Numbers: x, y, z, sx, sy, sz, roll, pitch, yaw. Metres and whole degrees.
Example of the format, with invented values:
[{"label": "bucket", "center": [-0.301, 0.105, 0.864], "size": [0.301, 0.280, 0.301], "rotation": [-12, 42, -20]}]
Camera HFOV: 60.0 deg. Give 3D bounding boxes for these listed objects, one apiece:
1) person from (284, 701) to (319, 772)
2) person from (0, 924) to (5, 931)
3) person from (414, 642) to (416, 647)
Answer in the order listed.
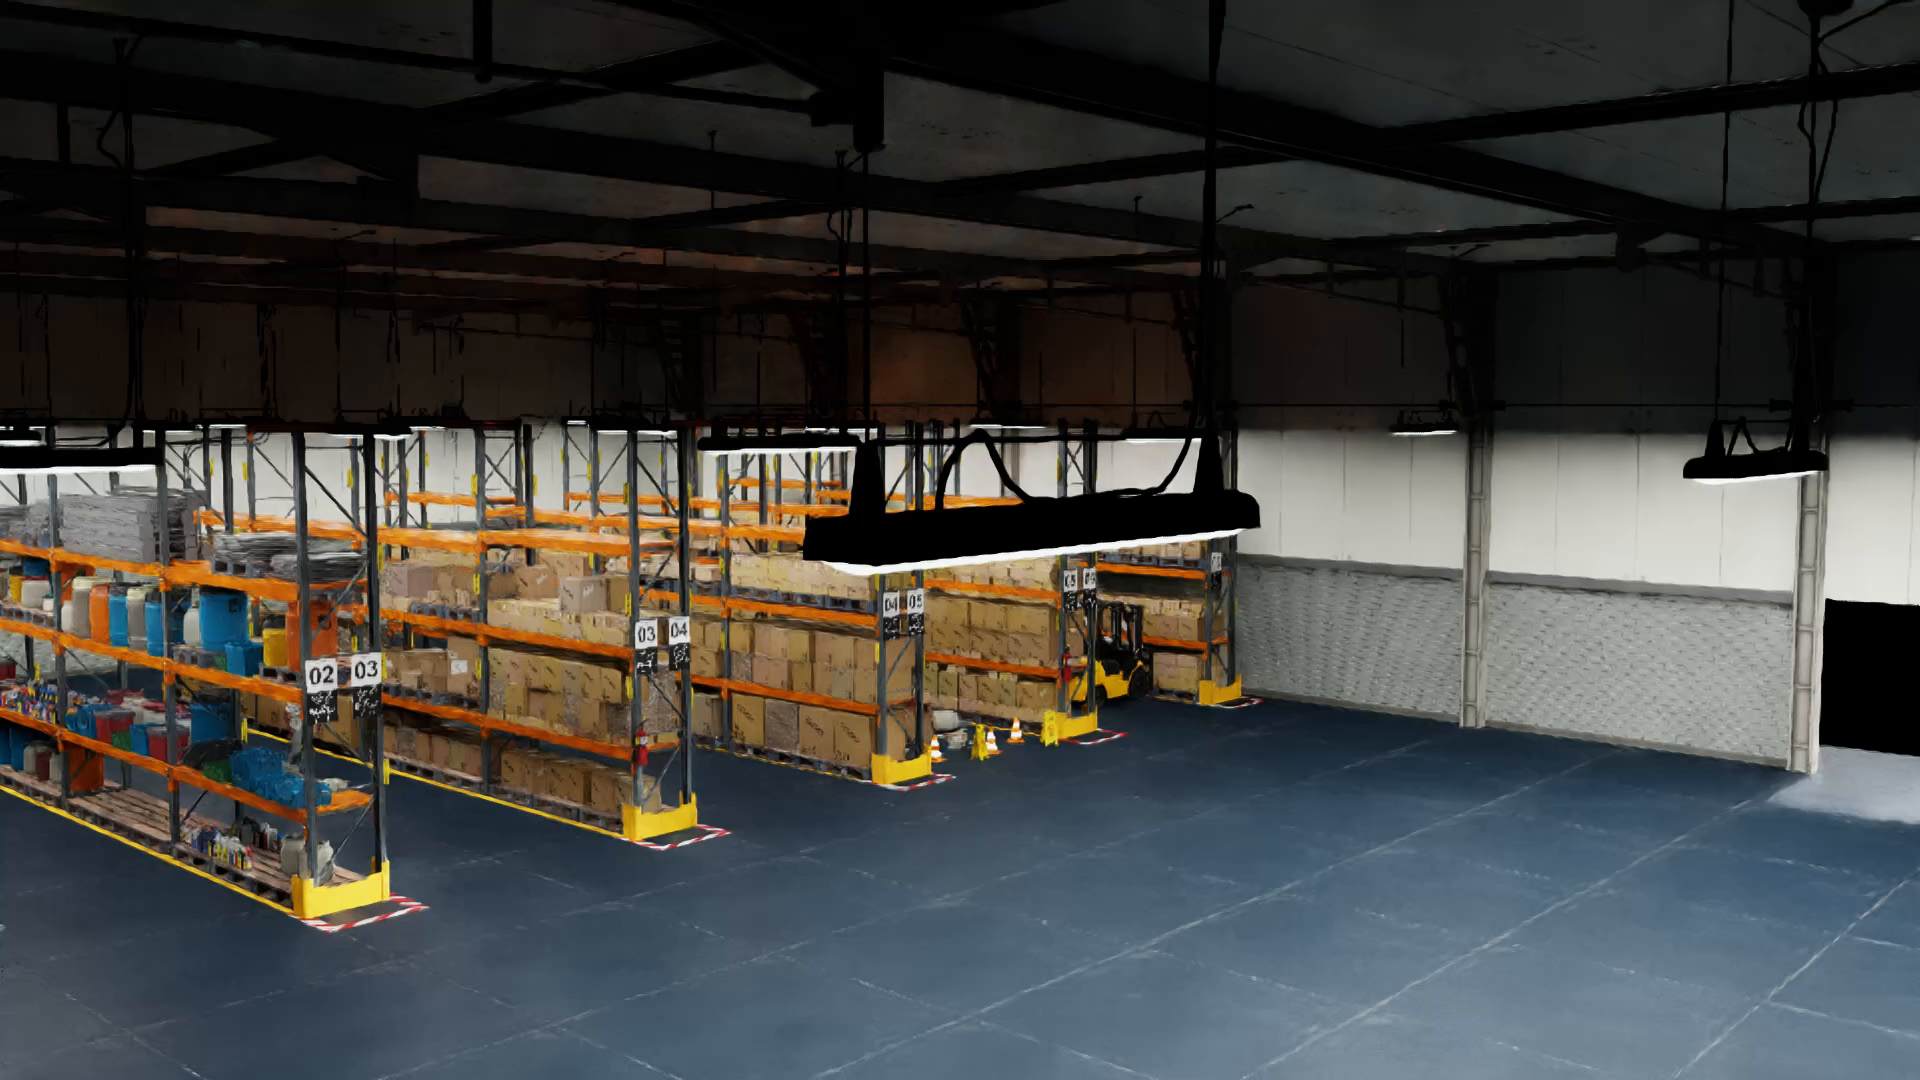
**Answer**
[{"label": "person", "center": [-11.259, 3.202, 28.442], "size": [0.532, 1.629, 0.592], "rotation": [4, 6, 40]}, {"label": "person", "center": [-11.760, 3.805, 19.934], "size": [0.586, 1.771, 0.447], "rotation": [1, 5, 11]}, {"label": "person", "center": [-11.201, 2.793, 33.912], "size": [1.034, 1.525, 0.417], "rotation": [4, 6, 41]}]
